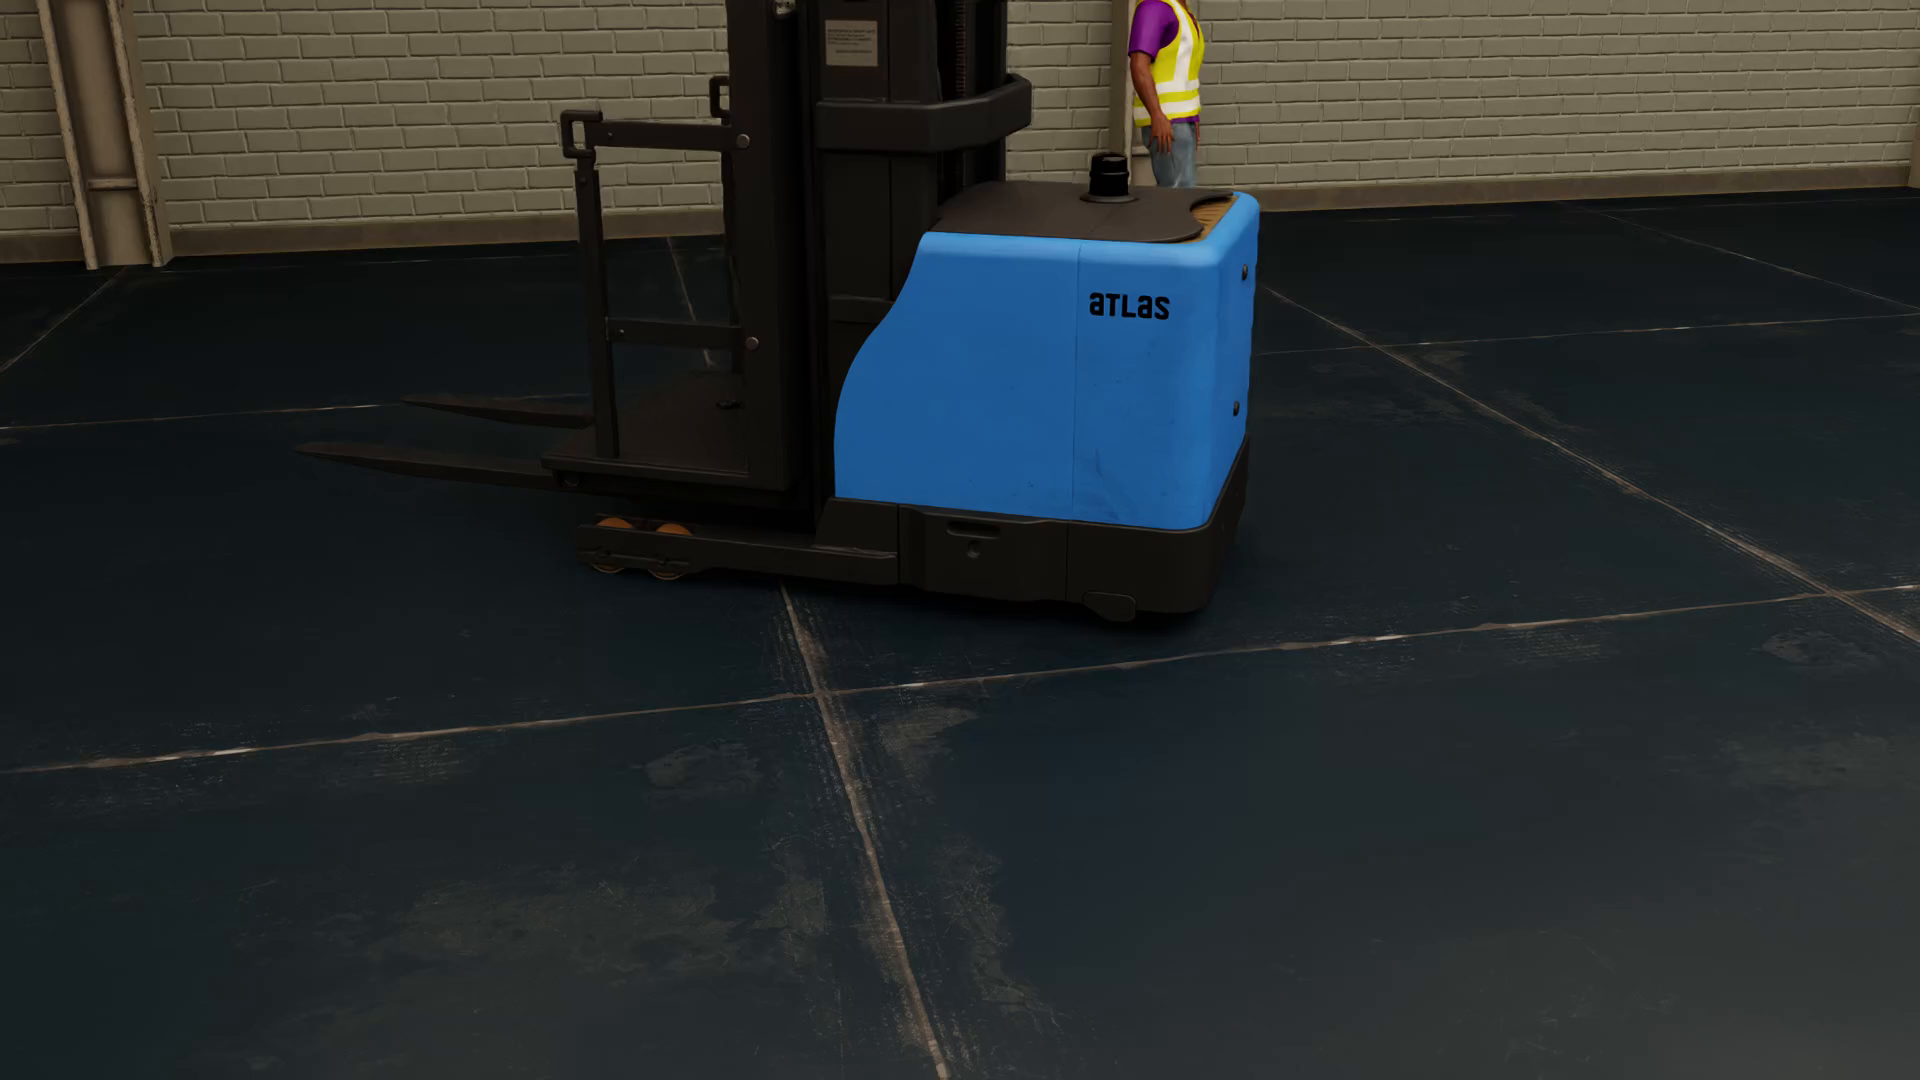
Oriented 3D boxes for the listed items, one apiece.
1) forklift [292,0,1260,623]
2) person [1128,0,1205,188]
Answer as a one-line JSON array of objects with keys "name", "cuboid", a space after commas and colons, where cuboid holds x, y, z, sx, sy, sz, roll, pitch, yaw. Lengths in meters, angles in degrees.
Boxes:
[{"name": "forklift", "cuboid": [-0.649, -1.421, 4.912, 3.031, 2.935, 1.130, 6, 22, 15]}, {"name": "person", "cuboid": [1.111, -2.057, 8.214, 0.541, 1.761, 0.753, 5, 22, 13]}]
